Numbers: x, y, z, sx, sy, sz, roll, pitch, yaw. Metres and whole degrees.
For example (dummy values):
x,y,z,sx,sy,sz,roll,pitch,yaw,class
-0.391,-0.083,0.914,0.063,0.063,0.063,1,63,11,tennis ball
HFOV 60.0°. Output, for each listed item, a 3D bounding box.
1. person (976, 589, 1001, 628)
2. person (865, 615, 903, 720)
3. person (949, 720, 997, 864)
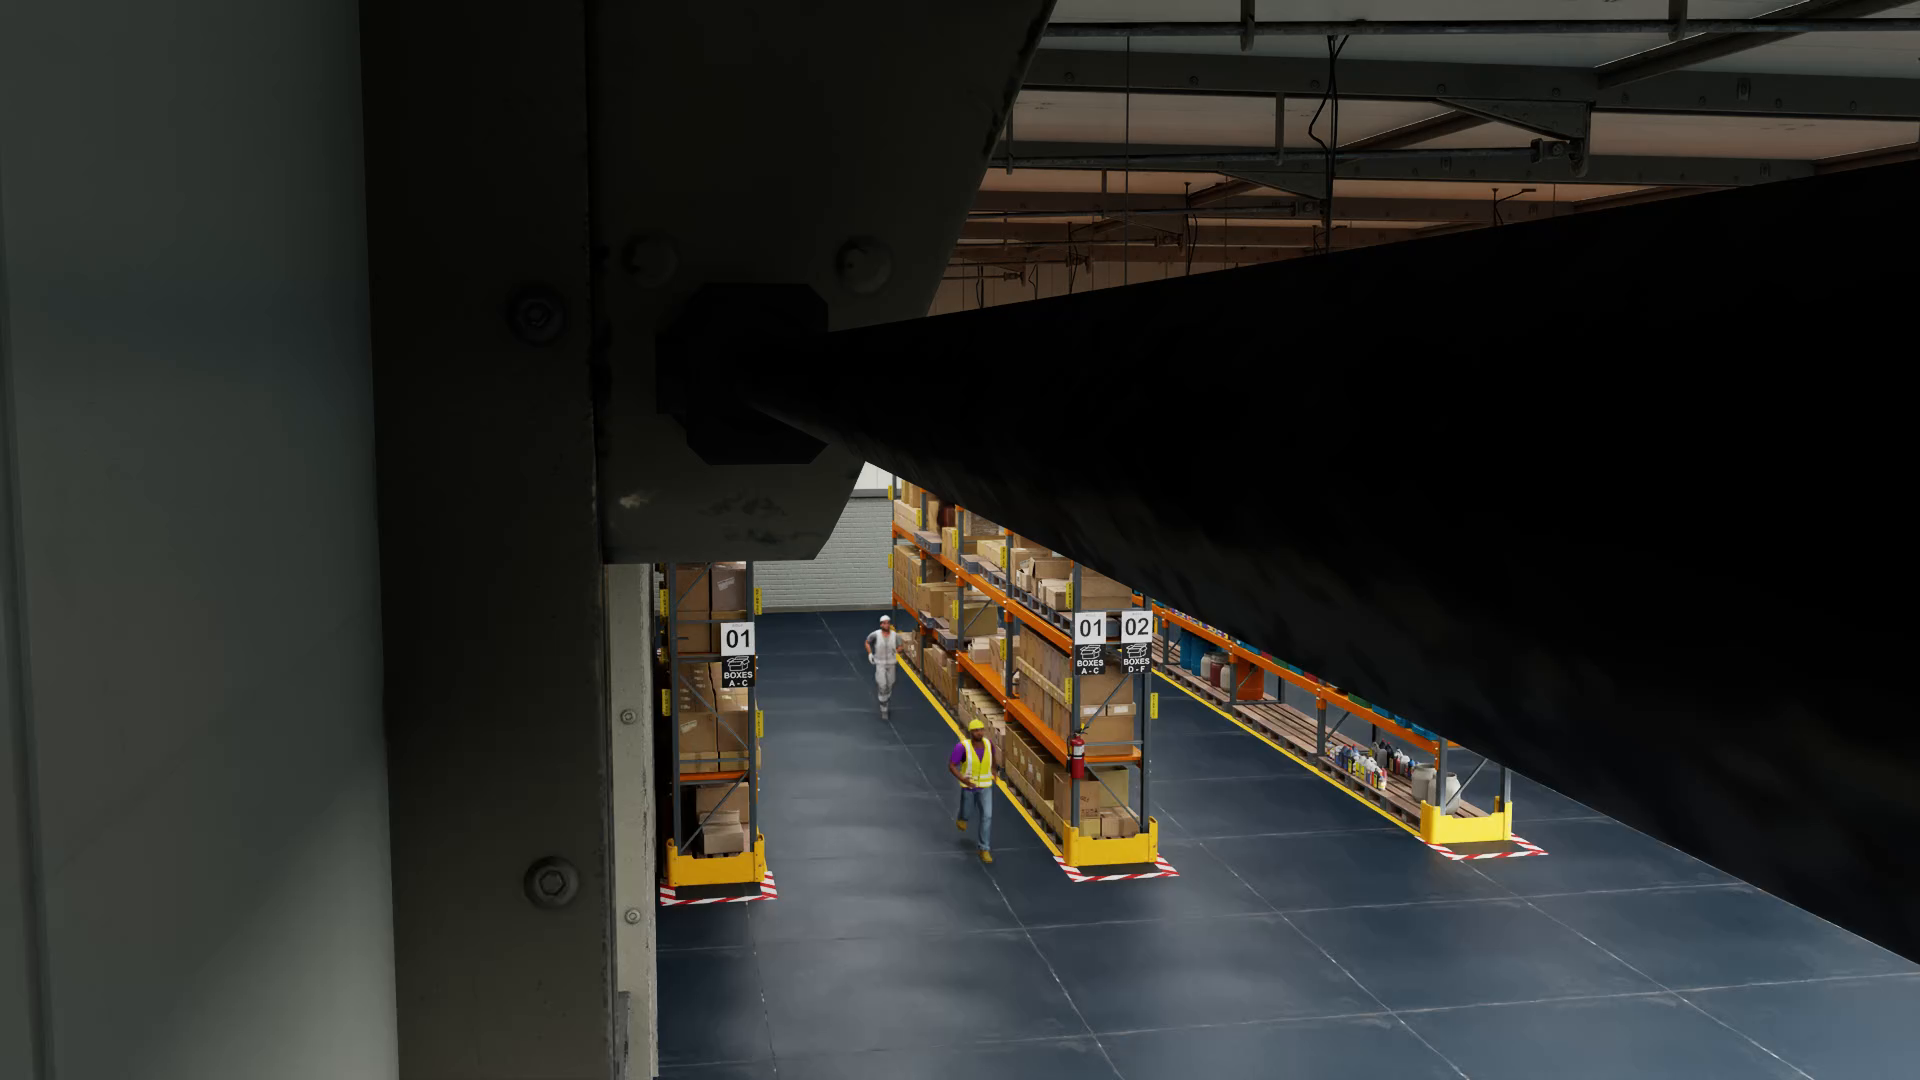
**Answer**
x,y,z,sx,sy,sz,roll,pitch,yaw,class
0.637,1.514,36.916,0.635,1.617,0.594,-4,7,-31,person
-1.327,2.248,29.599,0.649,1.838,0.738,-2,6,-15,person
0.179,3.172,21.400,0.671,1.757,1.098,-1,6,-13,person
